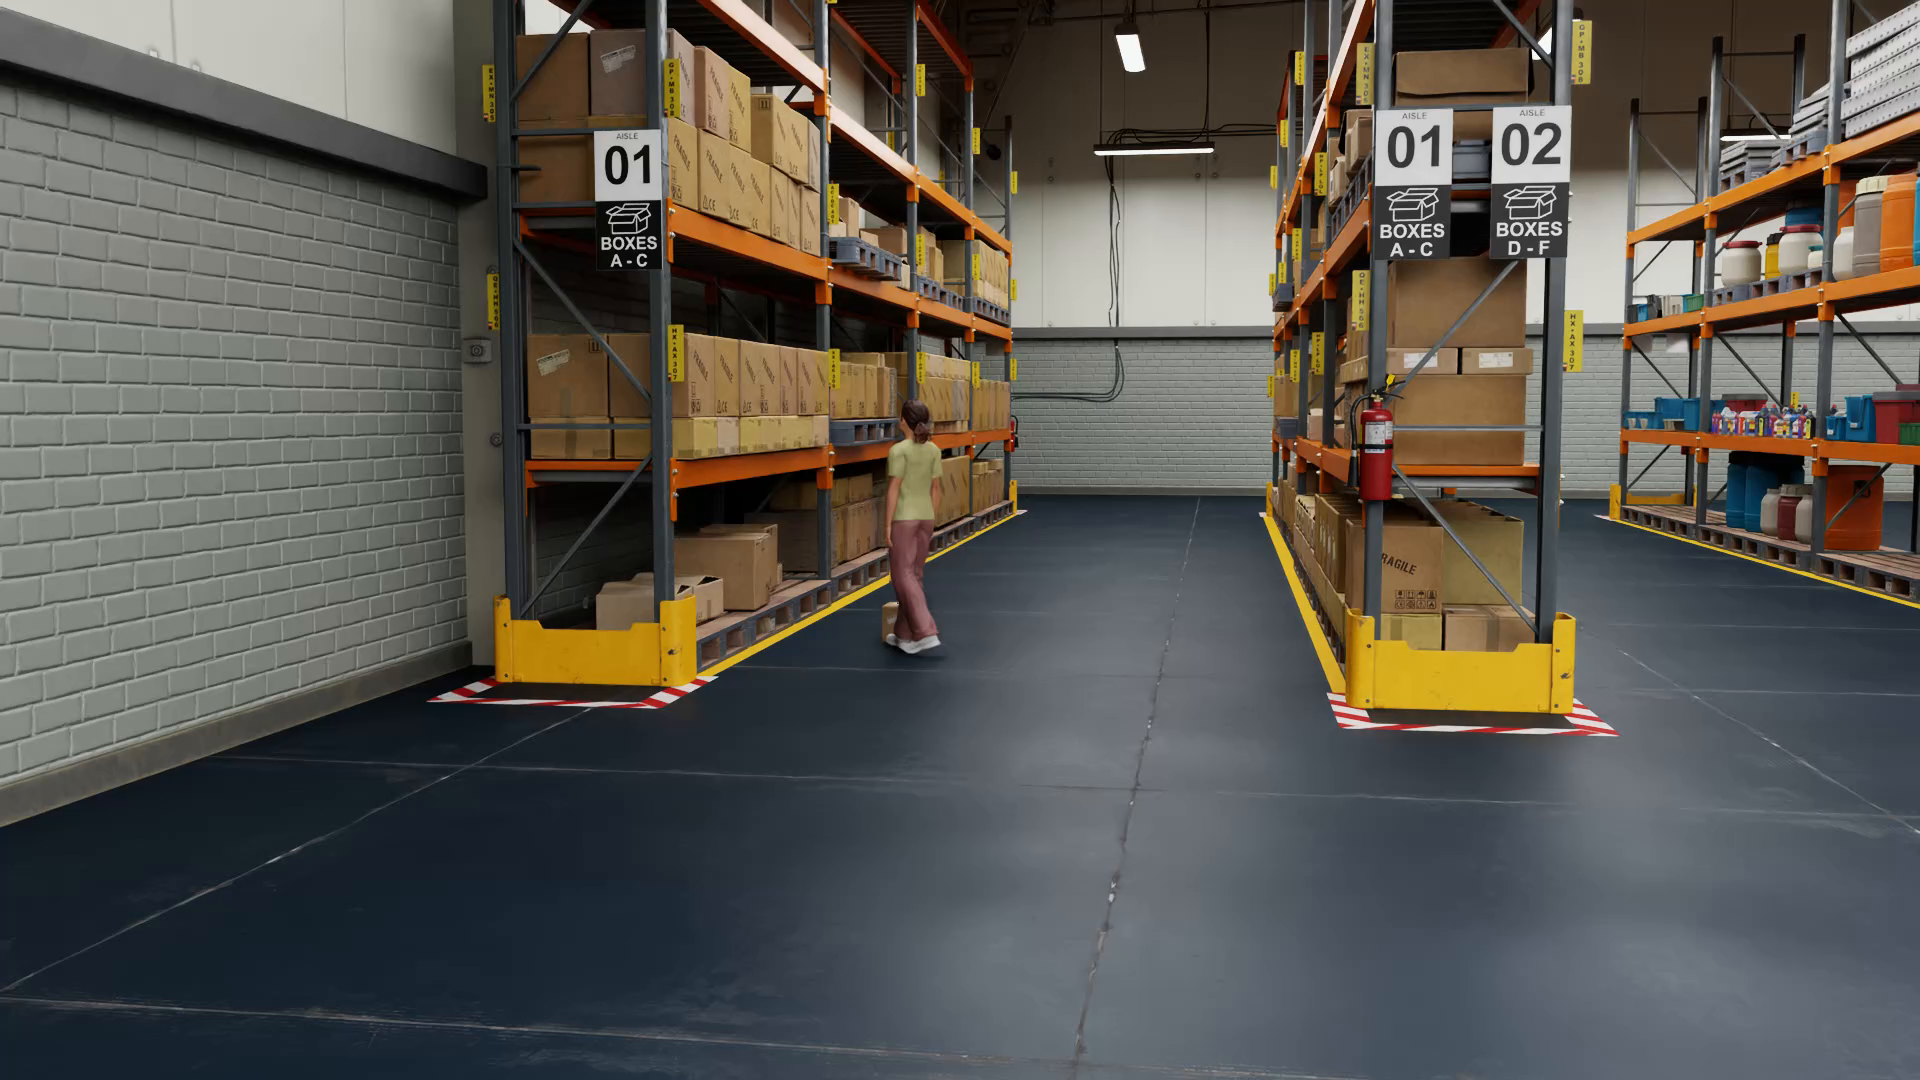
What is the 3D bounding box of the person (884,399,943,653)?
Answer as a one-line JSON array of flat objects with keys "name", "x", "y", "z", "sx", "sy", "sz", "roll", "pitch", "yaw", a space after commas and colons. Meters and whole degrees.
[{"name": "person", "x": -0.337, "y": -0.096, "z": 10.976, "sx": 0.434, "sy": 1.662, "sz": 0.680, "roll": -4, "pitch": 6, "yaw": -42}]
